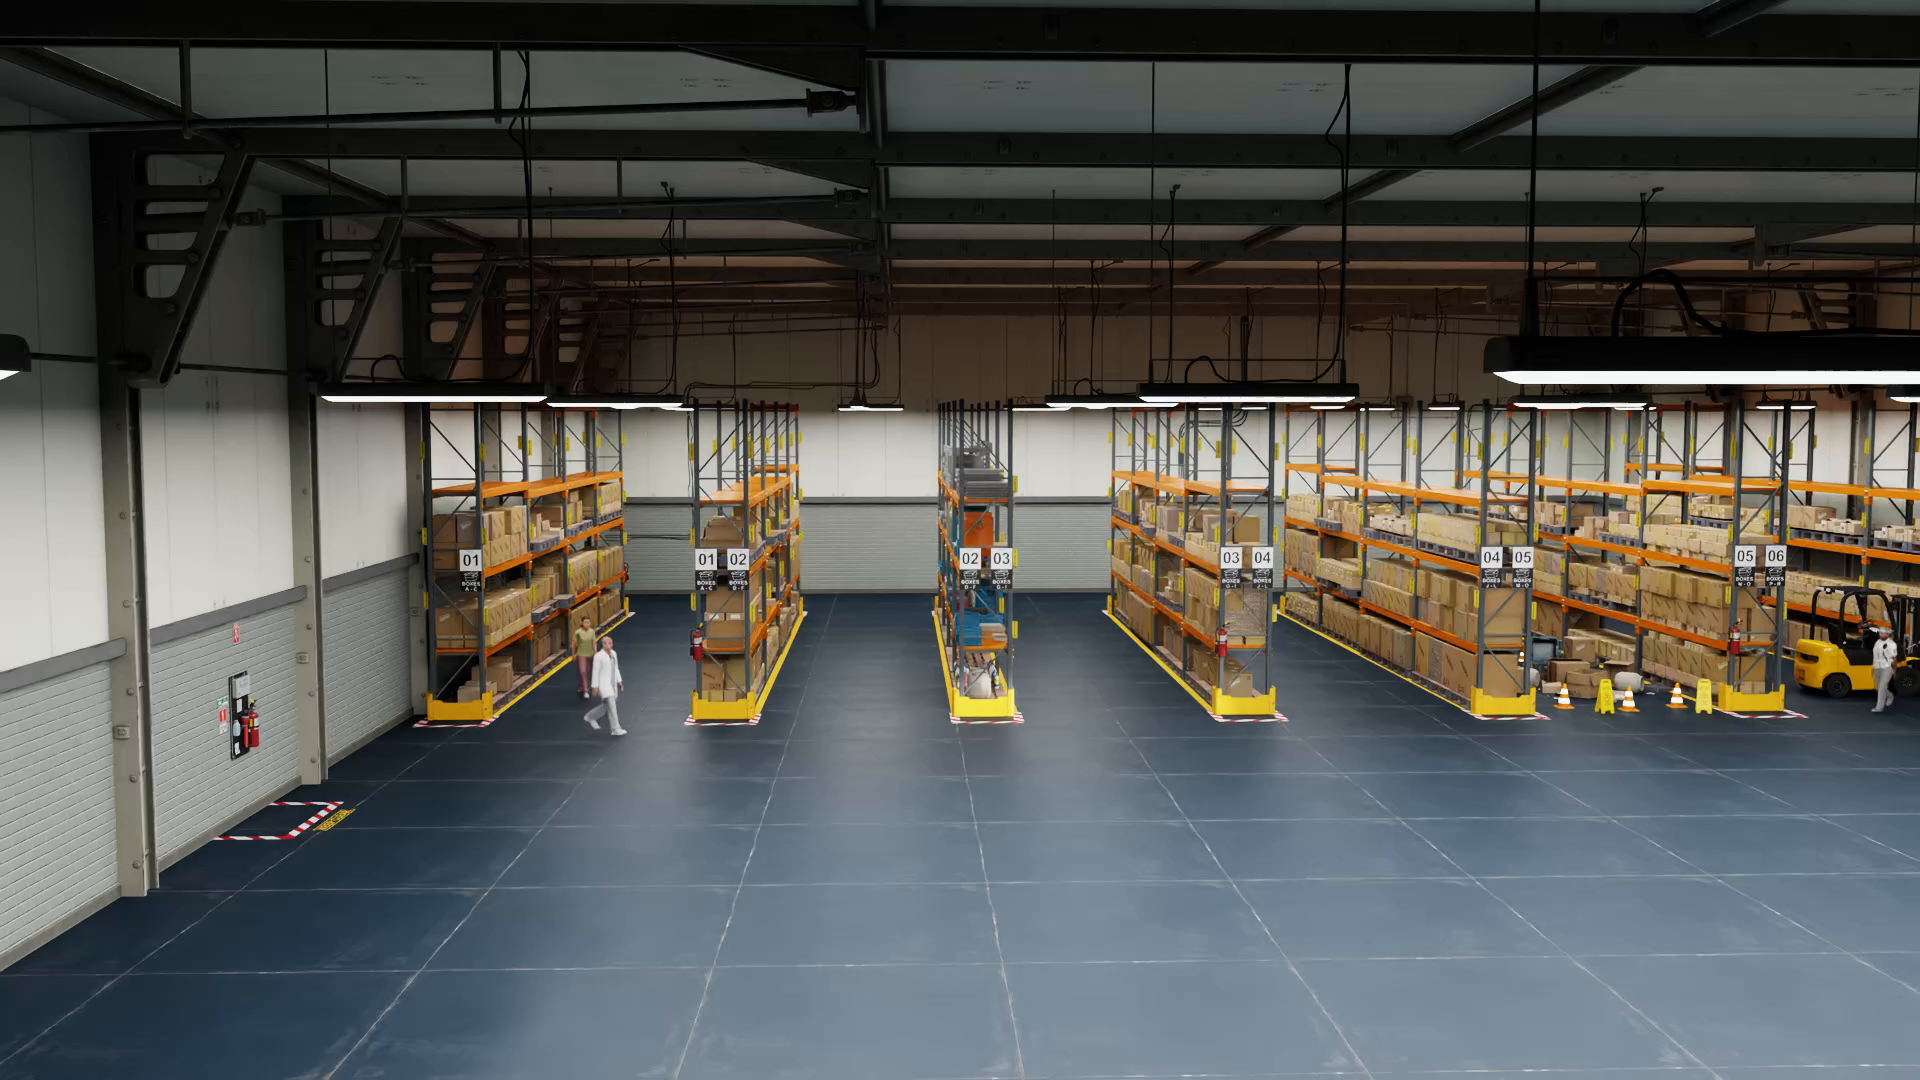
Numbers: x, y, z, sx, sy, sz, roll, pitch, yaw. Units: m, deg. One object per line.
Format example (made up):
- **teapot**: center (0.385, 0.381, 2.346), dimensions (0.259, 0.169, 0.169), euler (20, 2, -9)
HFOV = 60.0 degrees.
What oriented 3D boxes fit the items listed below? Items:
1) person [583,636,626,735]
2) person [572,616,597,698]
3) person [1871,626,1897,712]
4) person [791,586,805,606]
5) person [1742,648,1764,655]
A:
- **person**: center (-6.339, 2.589, 29.758), dimensions (1.053, 1.740, 0.631), euler (2, 5, 24)
- **person**: center (-7.553, 2.336, 33.573), dimensions (0.483, 1.618, 0.974), euler (-3, 6, -39)
- **person**: center (17.780, 2.458, 31.922), dimensions (0.881, 1.644, 0.444), euler (-2, 5, -30)
- **person**: center (-5.131, 1.200, 48.346), dimensions (1.245, 1.697, 0.560), euler (-1, 4, -11)
- **person**: center (17.261, 2.150, 36.133), dimensions (0.621, 1.676, 0.786), euler (0, 4, -2)
